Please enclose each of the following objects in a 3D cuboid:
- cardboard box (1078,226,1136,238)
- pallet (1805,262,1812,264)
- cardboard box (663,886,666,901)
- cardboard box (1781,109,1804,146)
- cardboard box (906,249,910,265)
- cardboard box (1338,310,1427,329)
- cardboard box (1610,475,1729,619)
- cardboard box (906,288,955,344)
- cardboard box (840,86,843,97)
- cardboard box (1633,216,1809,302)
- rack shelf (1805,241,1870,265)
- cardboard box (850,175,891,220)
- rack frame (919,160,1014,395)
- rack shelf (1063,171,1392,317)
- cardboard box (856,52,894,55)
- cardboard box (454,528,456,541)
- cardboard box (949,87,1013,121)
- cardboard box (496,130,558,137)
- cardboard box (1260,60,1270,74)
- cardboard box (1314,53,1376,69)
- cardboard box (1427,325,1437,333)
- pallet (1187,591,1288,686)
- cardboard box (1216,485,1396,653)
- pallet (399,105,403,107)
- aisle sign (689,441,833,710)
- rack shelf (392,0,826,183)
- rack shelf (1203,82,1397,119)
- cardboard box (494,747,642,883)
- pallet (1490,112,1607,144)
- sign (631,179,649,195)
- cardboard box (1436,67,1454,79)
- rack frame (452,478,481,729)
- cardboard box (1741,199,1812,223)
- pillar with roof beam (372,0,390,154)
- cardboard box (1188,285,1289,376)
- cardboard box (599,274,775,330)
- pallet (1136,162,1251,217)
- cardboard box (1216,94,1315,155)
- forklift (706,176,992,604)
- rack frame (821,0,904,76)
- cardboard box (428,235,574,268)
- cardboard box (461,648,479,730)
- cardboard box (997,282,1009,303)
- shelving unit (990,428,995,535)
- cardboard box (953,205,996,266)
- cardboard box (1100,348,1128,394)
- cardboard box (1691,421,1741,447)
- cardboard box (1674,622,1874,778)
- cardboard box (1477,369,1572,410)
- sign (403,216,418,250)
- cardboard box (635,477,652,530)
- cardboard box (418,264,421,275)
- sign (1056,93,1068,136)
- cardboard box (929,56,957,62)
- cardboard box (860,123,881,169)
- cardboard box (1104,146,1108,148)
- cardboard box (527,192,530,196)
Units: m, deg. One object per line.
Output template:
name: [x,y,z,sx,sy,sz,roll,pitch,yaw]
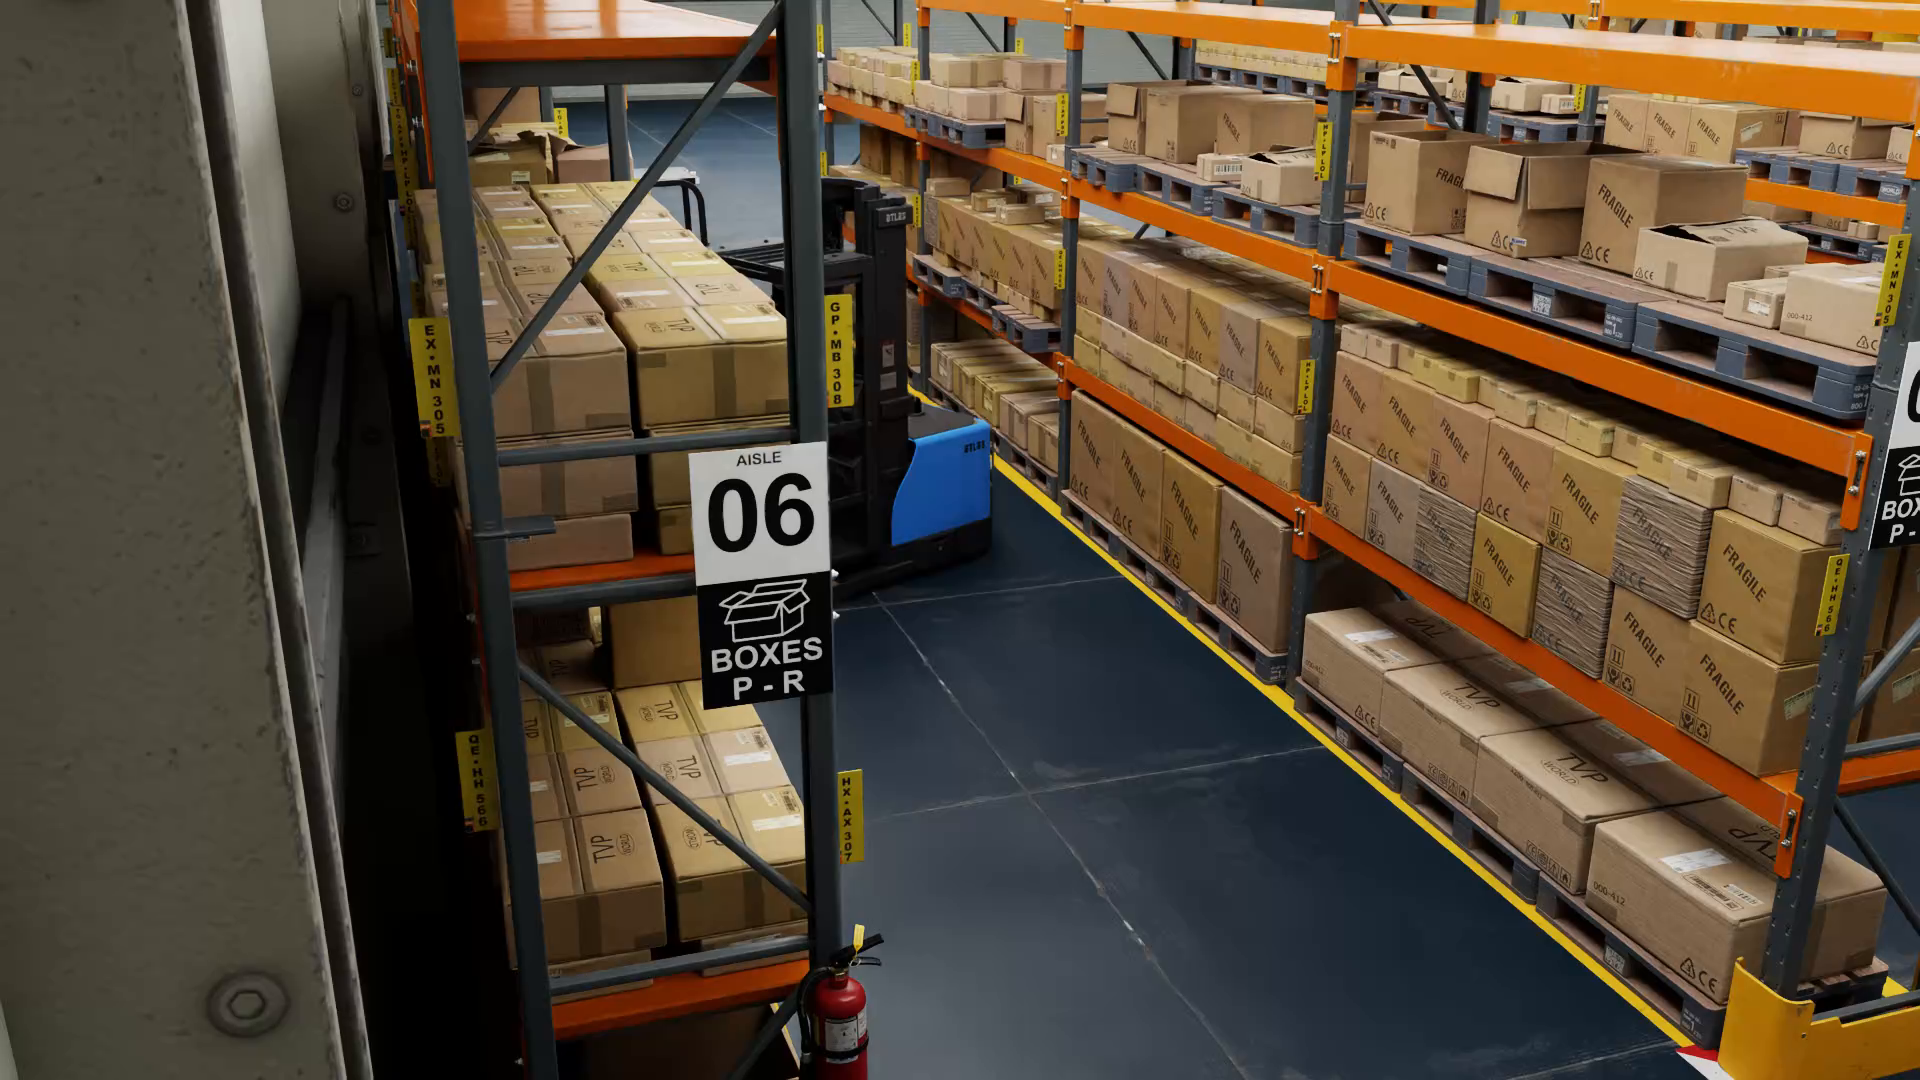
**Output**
cardboard box: [1.235,-2.473,14.655,0.500,0.500,0.500,-5,20,-14]
pallet: [13.241,-4.306,25.093,1.003,0.211,1.213,-6,21,-17]
cardboard box: [-0.952,1.169,6.096,0.380,0.149,0.250,-7,21,-18]
cardboard box: [6.738,-3.294,13.564,0.500,0.500,0.500,-6,21,-17]
cardboard box: [-0.406,-3.068,17.893,0.380,0.149,0.250,-6,21,-16]
cardboard box: [2.719,-1.159,10.578,0.500,0.500,0.500,-6,21,-17]
cardboard box: [3.272,0.003,7.345,0.500,0.500,0.500,-6,21,-17]
cardboard box: [-0.371,-2.454,18.149,0.500,0.500,0.500,-7,21,-18]
cardboard box: [-1.224,-5.398,19.942,0.380,0.149,0.250,-7,21,-19]
cardboard box: [3.418,-1.286,7.484,0.500,0.311,0.500,-6,21,-16]
rack shelf: [10.106,-3.109,18.699,1.077,0.370,4.000,-6,21,-17]
cardboard box: [-0.975,-3.996,19.518,0.500,0.500,0.500,-7,21,-18]
rack frame: [0.070,-3.037,17.433,1.000,3.000,0.127,-6,21,-17]
rack shelf: [1.955,-2.184,11.687,1.077,0.370,4.000,-6,21,-17]
cardboard box: [-0.978,-5.529,19.128,0.380,0.149,0.250,-6,21,-17]
cardboard box: [-3.178,-0.015,11.139,0.380,0.149,0.250,-7,21,-18]
cardboard box: [0.212,-4.023,15.344,0.500,0.250,0.500,-7,21,-18]
cardboard box: [-2.881,-2.639,11.080,0.380,0.149,0.250,-7,21,-19]
cardboard box: [3.838,-5.706,20.029,0.380,0.149,0.250,-6,21,-17]
cardboard box: [4.338,-5.451,18.732,0.500,0.250,0.500,-7,21,-18]
cardboard box: [2.983,-1.227,9.809,0.380,0.149,0.250,-7,21,-18]
pallet: [2.270,0.603,11.424,1.003,0.211,1.213,-6,21,-17]
cardboard box: [2.313,0.143,11.104,0.875,0.875,0.875,-6,21,-16]
pallet: [-4.934,-4.149,16.224,1.003,0.211,1.213,-6,21,-17]
aisle sign: [-0.569,0.110,4.827,0.394,0.787,0.004,-6,21,-17]
rack shelf: [-1.498,-1.782,6.135,1.077,0.370,4.000,-6,21,-17]
rack shelf: [4.108,-5.310,20.389,1.077,0.370,4.000,-6,21,-17]
cardboard box: [-1.427,0.988,6.009,0.500,0.250,0.500,-6,21,-17]
pallet: [5.741,-3.835,15.498,1.213,0.211,1.003,-5,20,-15]
sign: [-1.614,-1.656,8.387,0.100,0.325,0.005,-6,21,-17]
cardboard box: [5.334,-4.808,17.380,0.500,0.250,0.500,-7,21,-18]
rack frame: [-2.127,0.059,8.814,1.000,3.000,0.127,-6,21,-17]
cardboard box: [9.594,-4.300,19.441,1.000,1.000,1.000,-6,21,-17]
pillar with roof beam: [-8.106,-12.530,34.988,9.100,9.000,0.400,-6,21,-17]
cardboard box: [1.895,-1.434,11.343,0.500,0.500,0.500,-6,21,-16]
cardboard box: [-0.913,-0.708,5.555,0.500,0.250,0.500,-7,21,-18]
pallet: [1.934,-2.516,11.826,1.003,0.211,1.213,-5,20,-15]
cardboard box: [2.156,-2.875,11.776,0.500,0.500,0.500,-6,21,-17]
forklift: [-1.181,-1.065,12.047,3.031,2.935,1.130,-17,26,-39]
rack frame: [-1.188,-7.144,19.993,1.000,3.000,0.127,-6,21,-17]
cardboard box: [-1.741,-0.981,6.316,0.500,0.250,0.500,-6,21,-17]
cardboard box: [-2.562,0.912,9.517,0.500,0.500,0.500,-6,21,-17]
cardboard box: [0.554,-2.235,14.953,0.380,0.149,0.250,-6,21,-16]
shelving unit: [0.114,-0.472,13.398,0.258,0.900,0.210,-12,23,-30]
cardboard box: [0.245,-2.920,15.898,0.500,0.500,0.500,-7,21,-18]
cardboard box: [1.420,-1.336,12.920,0.500,0.250,0.500,-7,21,-19]
cardboard box: [3.637,-0.485,7.744,0.380,0.149,0.250,-6,21,-17]
cardboard box: [3.438,0.641,7.048,0.500,0.500,0.500,-6,21,-17]
cardboard box: [2.886,-0.759,8.505,0.380,0.149,0.250,-6,21,-17]
sign: [-5.168,-2.893,15.636,0.100,0.325,0.005,-6,21,-17]
cardboard box: [-0.856,-0.159,5.356,0.380,0.149,0.250,-6,21,-16]
cardboard box: [-4.577,-2.320,14.921,0.500,0.250,0.500,-7,21,-18]
sign: [0.811,-3.351,13.106,0.100,0.325,0.005,-6,21,-17]
cardboard box: [-0.181,-5.253,18.359,0.380,0.149,0.250,-7,21,-18]
cardboard box: [-0.820,-4.837,20.379,0.700,0.500,0.500,-7,21,-19]
cardboard box: [1.389,-3.166,13.727,0.380,0.149,0.250,-6,21,-17]
cardboard box: [-2.332,-1.703,8.445,0.380,0.149,0.250,-7,21,-18]
